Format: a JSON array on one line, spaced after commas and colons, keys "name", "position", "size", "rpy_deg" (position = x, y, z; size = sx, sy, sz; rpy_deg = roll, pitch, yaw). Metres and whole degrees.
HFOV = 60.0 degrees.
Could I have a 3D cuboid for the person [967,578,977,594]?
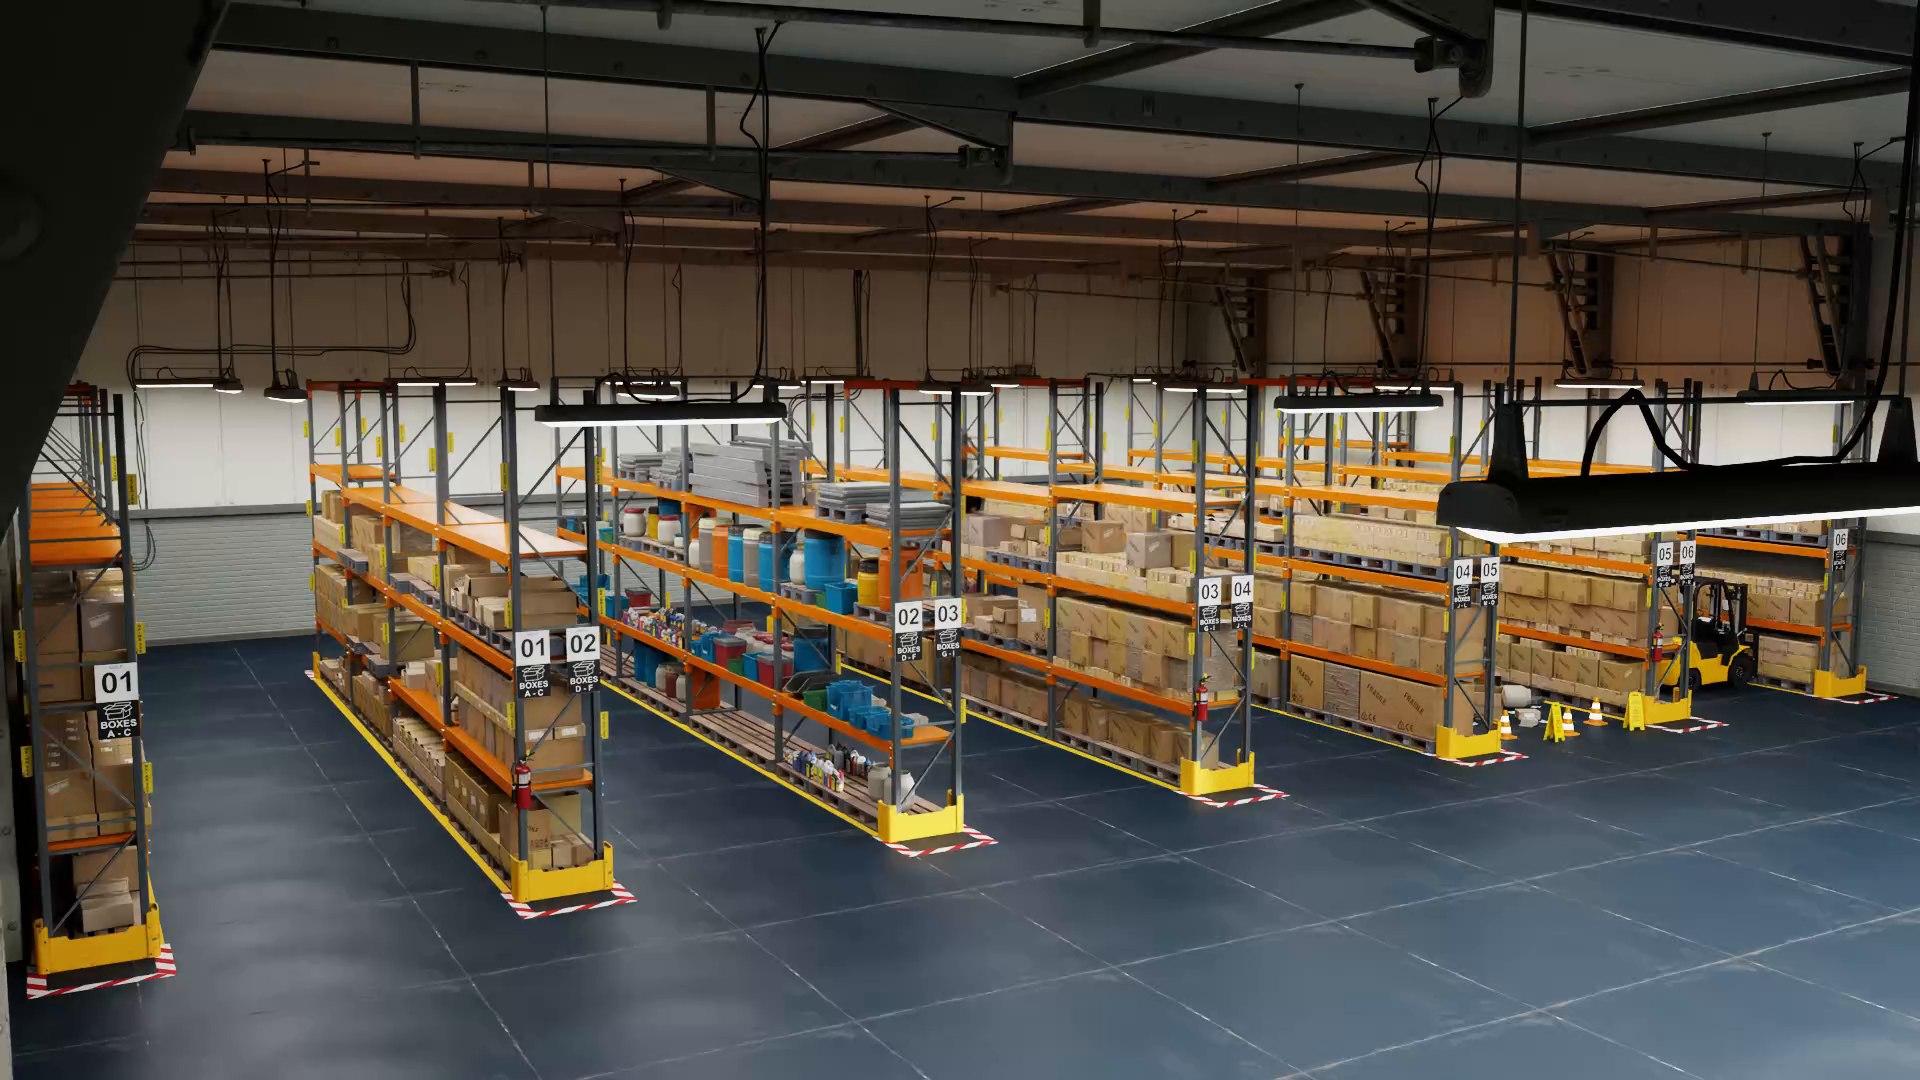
[{"name": "person", "position": [0.466, 1.061, 42.299], "size": [0.663, 1.581, 0.652], "rpy_deg": [1, 6, 9]}]
